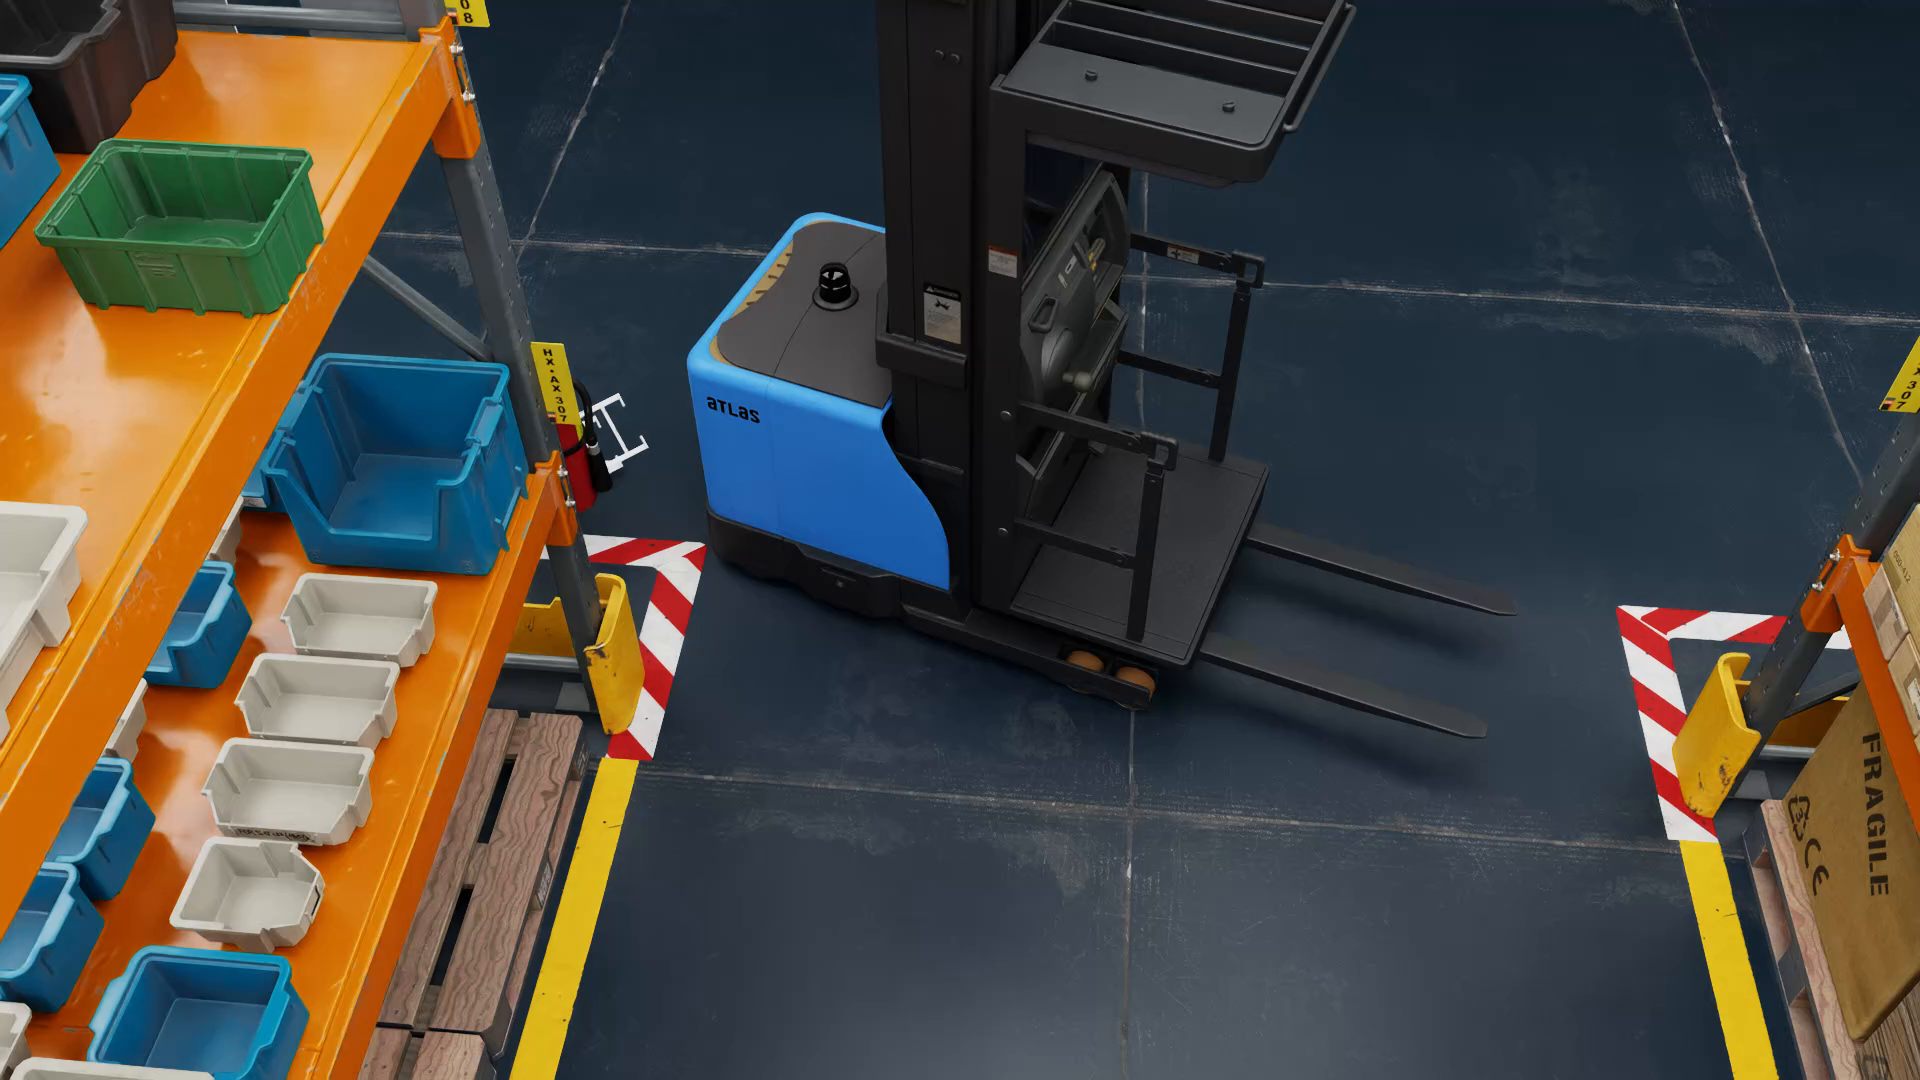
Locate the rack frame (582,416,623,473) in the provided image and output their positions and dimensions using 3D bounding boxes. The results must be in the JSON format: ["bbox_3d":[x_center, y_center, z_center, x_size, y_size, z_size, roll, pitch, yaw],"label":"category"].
[{"bbox_3d":[-1.948,-0.134,6.736,1.200,0.015,0.240,-31,96,-23],"label":"rack frame"}]

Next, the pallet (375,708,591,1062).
[{"bbox_3d":[-1.886,1.103,5.598,1.003,0.211,1.213,4,48,4],"label":"pallet"}]

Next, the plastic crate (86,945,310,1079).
[{"bbox_3d":[-1.704,1.121,3.765,0.416,0.233,0.300,4,48,4],"label":"plastic crate"}]

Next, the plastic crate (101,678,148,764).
[{"bbox_3d":[-2.296,0.515,4.384,0.250,0.136,0.298,4,48,4],"label":"plastic crate"}]

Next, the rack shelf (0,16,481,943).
[{"bbox_3d":[-1.954,0.259,2.935,1.077,0.370,4.000,4,48,4],"label":"rack shelf"}]

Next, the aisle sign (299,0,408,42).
[{"bbox_3d":[-1.474,-1.352,4.192,0.394,0.787,0.004,4,48,4],"label":"aisle sign"}]

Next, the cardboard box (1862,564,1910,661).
[{"bbox_3d":[2.799,0.215,4.691,0.380,0.149,0.250,4,48,4],"label":"cardboard box"}]

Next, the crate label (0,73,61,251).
[{"bbox_3d":[-2.178,-0.747,3.469,0.408,0.251,0.502,4,48,4],"label":"crate label"}]

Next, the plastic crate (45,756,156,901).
[{"bbox_3d":[-2.242,0.722,4.130,0.416,0.233,0.300,4,48,4],"label":"plastic crate"}]

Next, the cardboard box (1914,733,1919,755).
[{"bbox_3d":[2.754,0.592,4.346,0.380,0.149,0.250,3,48,3],"label":"cardboard box"}]

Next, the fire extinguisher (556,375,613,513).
[{"bbox_3d":[-1.306,-0.370,5.361,0.296,0.674,0.183,4,48,4],"label":"fire extinguisher"}]

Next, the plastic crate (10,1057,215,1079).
[{"bbox_3d":[-1.814,1.408,3.469,0.437,0.282,0.530,4,48,4],"label":"plastic crate"}]

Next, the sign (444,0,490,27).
[{"bbox_3d":[-1.223,-1.393,4.030,0.100,0.325,0.005,4,48,4],"label":"sign"}]

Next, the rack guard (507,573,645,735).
[{"bbox_3d":[-1.783,0.384,6.060,1.175,0.500,0.348,4,48,4],"label":"rack guard"}]

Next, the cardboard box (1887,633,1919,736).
[{"bbox_3d":[2.777,0.404,4.518,0.380,0.149,0.250,3,48,3],"label":"cardboard box"}]

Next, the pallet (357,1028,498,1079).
[{"bbox_3d":[-2.000,1.997,4.780,1.003,0.211,1.213,4,48,4],"label":"pallet"}]

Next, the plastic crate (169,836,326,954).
[{"bbox_3d":[-1.716,0.876,4.054,0.298,0.136,0.250,4,48,4],"label":"plastic crate"}]

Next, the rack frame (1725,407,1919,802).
[{"bbox_3d":[3.160,-0.108,4.816,1.000,3.000,0.127,4,48,4],"label":"rack frame"}]

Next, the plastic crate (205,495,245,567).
[{"bbox_3d":[-2.234,0.017,4.840,0.250,0.136,0.298,4,48,4],"label":"plastic crate"}]

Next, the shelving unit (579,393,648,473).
[{"bbox_3d":[-1.853,-0.161,6.513,1.200,0.503,0.258,-31,96,-23],"label":"shelving unit"}]

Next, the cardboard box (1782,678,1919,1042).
[{"bbox_3d":[3.182,0.943,5.010,0.875,0.875,0.875,4,48,4],"label":"cardboard box"}]

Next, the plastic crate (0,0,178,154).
[{"bbox_3d":[-2.085,-1.146,3.821,0.497,0.269,0.590,4,48,4],"label":"plastic crate"}]

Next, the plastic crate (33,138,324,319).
[{"bbox_3d":[-1.578,-0.638,3.412,0.450,0.188,0.336,4,48,4],"label":"plastic crate"}]

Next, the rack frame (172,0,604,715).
[{"bbox_3d":[-1.772,-0.441,5.121,1.000,3.000,0.127,4,48,4],"label":"rack frame"}]

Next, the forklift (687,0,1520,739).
[{"bbox_3d":[0.574,-0.809,5.504,3.031,2.935,1.130,17,50,15],"label":"forklift"}]

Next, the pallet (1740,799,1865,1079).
[{"bbox_3d":[3.165,1.426,5.303,1.003,0.211,1.213,4,48,4],"label":"pallet"}]

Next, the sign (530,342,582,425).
[{"bbox_3d":[-1.223,-0.471,5.038,0.100,0.325,0.005,4,48,4],"label":"sign"}]

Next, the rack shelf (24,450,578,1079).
[{"bbox_3d":[-1.954,1.271,4.042,1.077,0.370,4.000,4,48,4],"label":"rack shelf"}]

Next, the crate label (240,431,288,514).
[{"bbox_3d":[-2.122,-0.246,5.015,0.416,0.233,0.303,4,48,4],"label":"crate label"}]

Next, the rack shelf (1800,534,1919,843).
[{"bbox_3d":[2.978,1.604,3.738,1.077,0.370,4.000,4,48,4],"label":"rack shelf"}]

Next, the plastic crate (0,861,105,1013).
[{"bbox_3d":[-2.270,0.942,3.928,0.416,0.233,0.300,4,48,4],"label":"plastic crate"}]

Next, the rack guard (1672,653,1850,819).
[{"bbox_3d":[3.163,0.718,5.755,1.175,0.500,0.348,4,48,4],"label":"rack guard"}]

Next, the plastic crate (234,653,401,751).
[{"bbox_3d":[-1.707,0.451,4.443,0.396,0.136,0.243,4,48,4],"label":"plastic crate"}]

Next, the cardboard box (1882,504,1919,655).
[{"bbox_3d":[2.848,0.176,4.456,0.500,0.250,0.500,3,48,2],"label":"cardboard box"}]

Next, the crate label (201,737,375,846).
[{"bbox_3d":[-1.708,0.657,4.254,0.396,0.136,0.243,4,48,4],"label":"crate label"}]

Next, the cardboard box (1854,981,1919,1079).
[{"bbox_3d":[3.099,1.611,4.399,0.875,0.875,0.875,4,48,4],"label":"cardboard box"}]

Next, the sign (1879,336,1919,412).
[{"bbox_3d":[2.608,-0.469,4.506,0.100,0.325,0.005,4,48,4],"label":"sign"}]

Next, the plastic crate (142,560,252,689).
[{"bbox_3d":[-2.182,0.238,4.573,0.416,0.233,0.300,4,48,4],"label":"plastic crate"}]

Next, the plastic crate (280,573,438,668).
[{"bbox_3d":[-1.666,0.239,4.637,0.396,0.136,0.243,4,48,4],"label":"plastic crate"}]

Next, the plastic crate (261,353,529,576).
[{"bbox_3d":[-1.616,-0.215,4.849,0.616,0.435,0.499,4,48,4],"label":"plastic crate"}]

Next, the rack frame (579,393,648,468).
[{"bbox_3d":[-1.758,-0.188,6.290,1.200,0.015,0.240,-31,96,-23],"label":"rack frame"}]

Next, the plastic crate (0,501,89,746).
[{"bbox_3d":[-1.713,0.170,2.707,0.437,0.136,0.530,4,48,4],"label":"plastic crate"}]

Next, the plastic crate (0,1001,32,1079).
[{"bbox_3d":[-2.277,1.267,3.697,0.293,0.136,0.466,4,48,4],"label":"plastic crate"}]

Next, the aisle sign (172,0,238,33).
[{"bbox_3d":[-2.061,-1.392,4.228,0.394,0.787,0.004,4,48,4],"label":"aisle sign"}]
